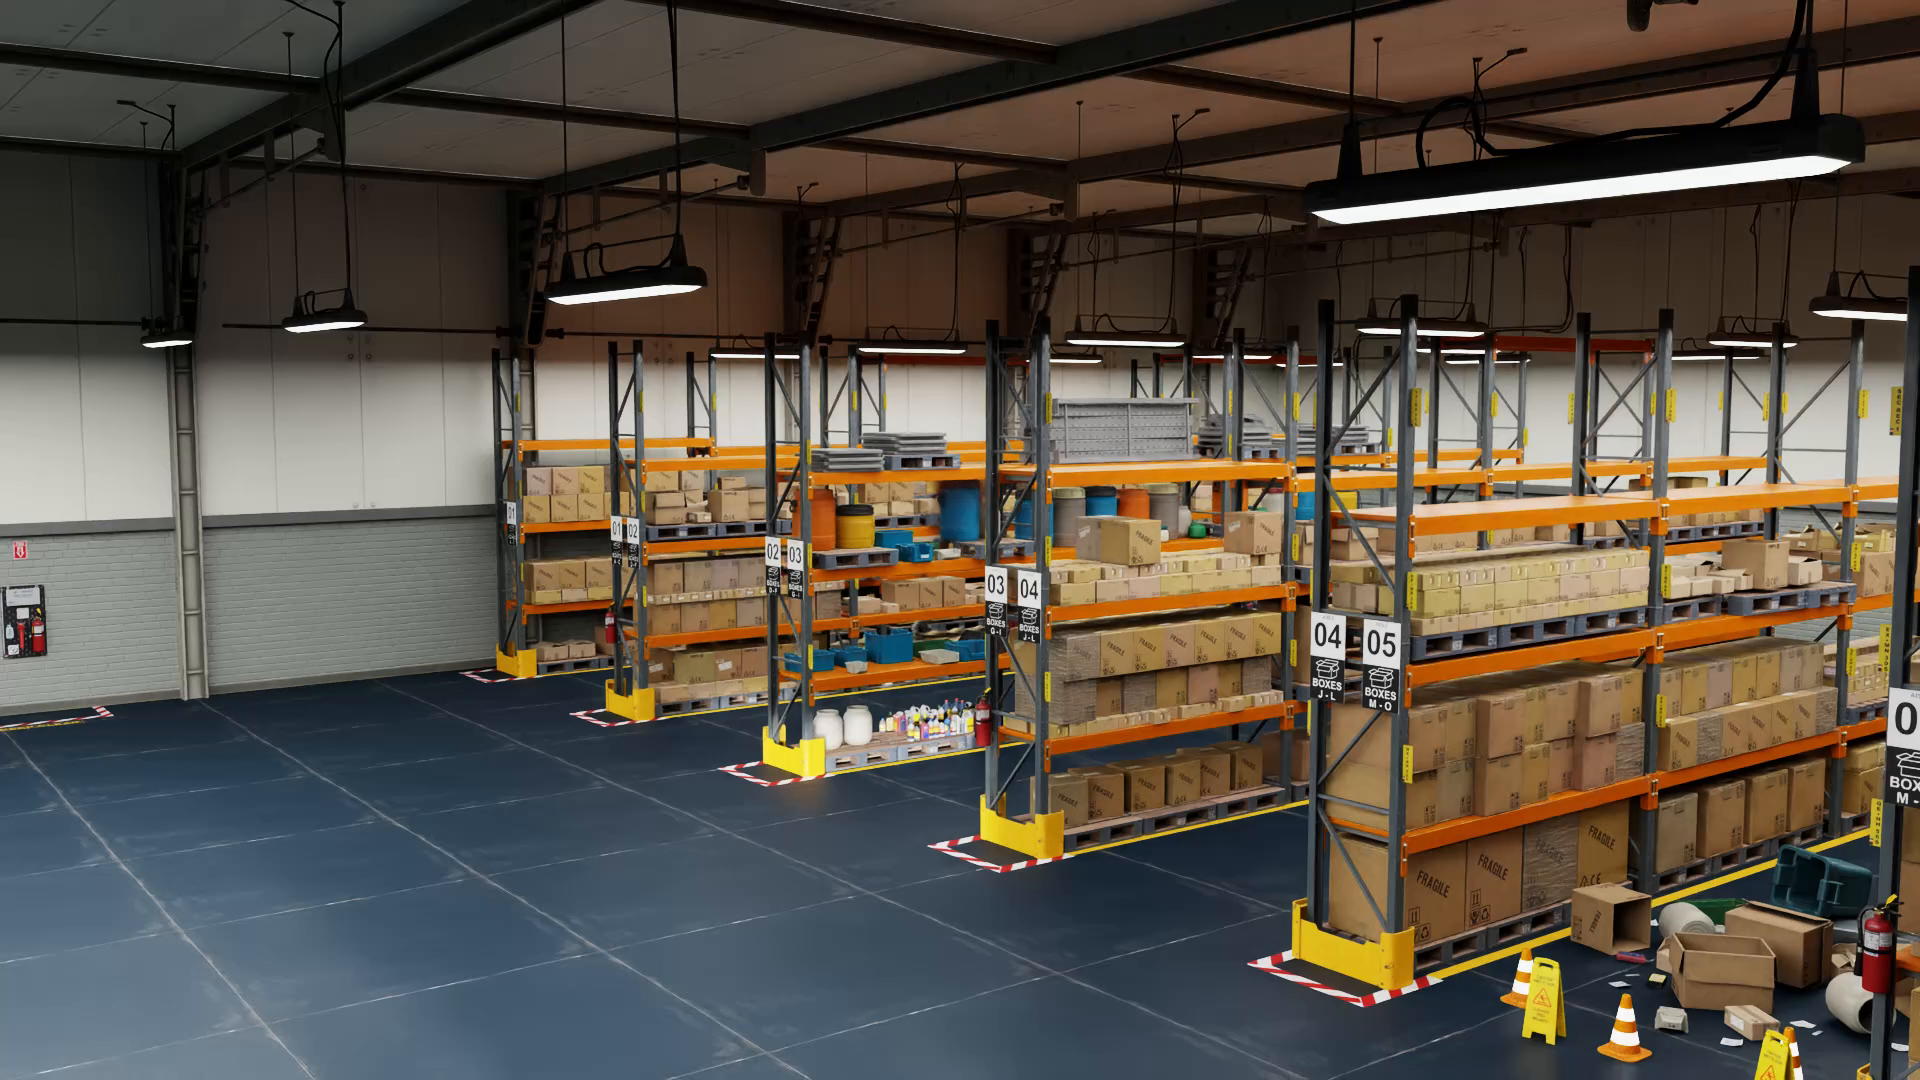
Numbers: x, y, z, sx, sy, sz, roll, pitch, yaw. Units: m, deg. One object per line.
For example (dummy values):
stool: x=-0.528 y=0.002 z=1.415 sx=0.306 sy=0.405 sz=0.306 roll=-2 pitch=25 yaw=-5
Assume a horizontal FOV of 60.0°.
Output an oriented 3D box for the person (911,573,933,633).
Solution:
person: x=-0.846 y=1.369 z=33.430 sx=1.093 sy=1.714 sz=0.567 roll=-4 pitch=7 yaw=-41
